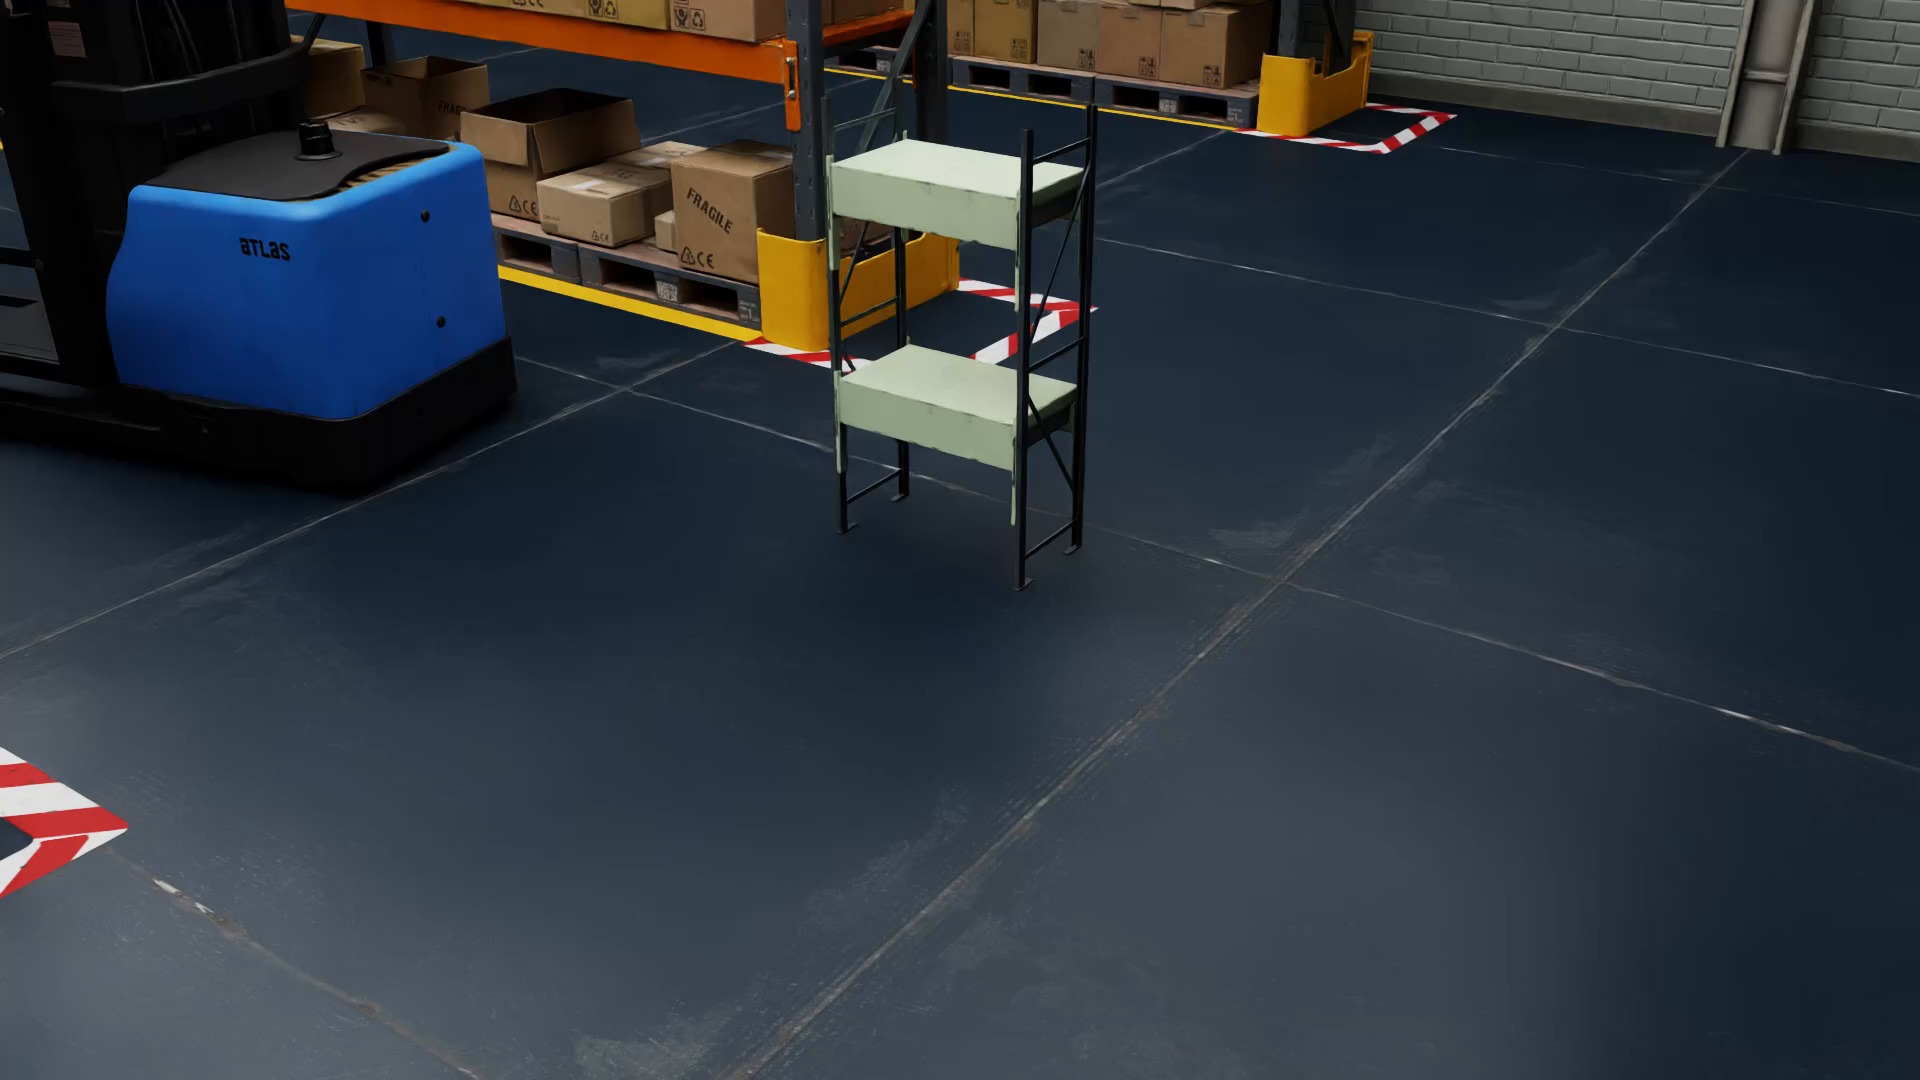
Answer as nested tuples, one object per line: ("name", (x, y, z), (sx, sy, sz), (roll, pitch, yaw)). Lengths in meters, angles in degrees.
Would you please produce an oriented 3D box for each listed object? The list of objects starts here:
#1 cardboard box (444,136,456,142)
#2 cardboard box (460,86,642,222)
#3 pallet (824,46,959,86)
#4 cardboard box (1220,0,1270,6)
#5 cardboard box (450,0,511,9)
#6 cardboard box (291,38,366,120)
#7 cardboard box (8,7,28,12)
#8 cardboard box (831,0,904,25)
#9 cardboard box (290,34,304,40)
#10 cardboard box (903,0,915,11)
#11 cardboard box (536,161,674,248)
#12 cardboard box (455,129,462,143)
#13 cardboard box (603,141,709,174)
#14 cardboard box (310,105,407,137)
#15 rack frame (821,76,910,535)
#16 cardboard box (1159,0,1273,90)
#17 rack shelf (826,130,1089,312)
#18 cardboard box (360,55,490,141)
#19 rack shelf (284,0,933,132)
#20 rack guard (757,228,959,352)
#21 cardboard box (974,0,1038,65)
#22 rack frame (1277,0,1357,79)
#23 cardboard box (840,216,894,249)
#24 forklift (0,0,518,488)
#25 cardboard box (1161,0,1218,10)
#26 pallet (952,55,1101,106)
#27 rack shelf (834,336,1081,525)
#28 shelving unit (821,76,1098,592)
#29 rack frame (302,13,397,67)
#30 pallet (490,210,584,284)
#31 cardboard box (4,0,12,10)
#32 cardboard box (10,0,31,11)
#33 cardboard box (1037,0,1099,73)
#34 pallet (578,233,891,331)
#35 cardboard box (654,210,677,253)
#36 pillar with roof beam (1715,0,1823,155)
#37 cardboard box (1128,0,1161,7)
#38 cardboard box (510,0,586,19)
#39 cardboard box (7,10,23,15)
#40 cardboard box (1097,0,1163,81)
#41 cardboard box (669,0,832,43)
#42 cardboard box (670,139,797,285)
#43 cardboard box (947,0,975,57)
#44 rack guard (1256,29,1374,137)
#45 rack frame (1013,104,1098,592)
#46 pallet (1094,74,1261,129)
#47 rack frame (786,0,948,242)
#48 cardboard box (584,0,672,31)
("cardboard box", (-2.711, -2.243, 9.508), (0.250, 0.149, 0.380), (17, 32, 30))
("cardboard box", (-2.133, -2.034, 8.708), (0.637, 0.503, 0.797), (17, 32, 30))
("pallet", (-0.300, -3.817, 13.018), (1.213, 0.211, 1.003), (17, 32, 30))
("cardboard box", (1.997, -3.804, 11.496), (0.250, 0.149, 0.380), (18, 32, 31))
("cardboard box", (-2.163, -2.854, 7.940), (0.500, 0.500, 0.500), (17, 31, 30))
("cardboard box", (-3.945, -2.729, 10.076), (0.500, 0.500, 0.500), (16, 31, 28))
("cardboard box", (-6.078, -3.388, 11.371), (0.500, 0.500, 0.500), (19, 32, 32))
("cardboard box", (-0.604, -2.661, 7.562), (0.500, 0.500, 0.500), (18, 32, 31))
("cardboard box", (-4.391, -2.862, 10.337), (0.500, 0.500, 0.500), (18, 32, 31))
("cardboard box", (-0.324, -4.127, 12.845), (0.500, 0.500, 0.700), (18, 32, 31))
("cardboard box", (-1.741, -1.678, 8.286), (0.500, 0.250, 0.500), (17, 32, 30))
("cardboard box", (-2.436, -2.196, 9.238), (0.500, 0.311, 0.500), (17, 32, 30))
("cardboard box", (-1.499, -1.877, 8.678), (0.500, 0.250, 0.500), (17, 32, 30))
("cardboard box", (-3.461, -2.240, 9.325), (0.500, 0.311, 0.500), (17, 32, 30))
("rack frame", (-0.307, -0.764, 5.598), (0.023, 1.500, 0.400), (17, 32, 30))
("cardboard box", (1.781, -3.473, 11.559), (0.500, 0.500, 0.700), (17, 32, 30))
("rack shelf", (-0.006, -1.018, 5.236), (0.720, 0.370, 0.431), (17, 32, 30))
("cardboard box", (-3.054, -2.473, 9.573), (0.500, 0.500, 0.500), (17, 32, 30))
("rack shelf", (-2.036, -2.597, 8.339), (4.000, 0.370, 1.077), (17, 32, 30))
("rack guard", (-0.450, -1.310, 7.772), (0.348, 0.500, 1.175), (17, 32, 30))
("cardboard box", (0.510, -3.864, 12.329), (0.500, 0.500, 0.700), (18, 32, 31))
("rack frame", (2.414, -4.257, 10.808), (0.127, 3.000, 1.000), (17, 32, 30))
("cardboard box", (-0.538, -1.566, 8.178), (0.250, 0.149, 0.380), (17, 32, 30))
("forklift", (-3.379, -1.909, 6.269), (3.031, 2.935, 1.130), (10, 29, 19))
("cardboard box", (1.572, -3.727, 11.343), (0.250, 0.149, 0.380), (17, 31, 30))
("pallet", (0.710, -3.504, 12.403), (1.213, 0.211, 1.003), (17, 32, 30))
("rack shelf", (-0.006, -0.380, 5.561), (0.720, 0.370, 0.431), (17, 32, 30))
("shelving unit", (-0.006, -0.670, 5.413), (0.755, 1.500, 0.431), (17, 32, 30))
("rack frame", (-3.684, -3.431, 9.185), (0.127, 3.000, 1.000), (17, 32, 30))
("pallet", (-2.109, -1.699, 8.856), (1.213, 0.211, 1.003), (17, 32, 30))
("cardboard box", (-7.247, -3.914, 12.085), (0.500, 0.311, 0.500), (19, 32, 32))
("cardboard box", (-6.029, -3.709, 11.176), (0.500, 0.250, 0.500), (19, 32, 32))
("cardboard box", (0.953, -3.730, 12.065), (0.500, 0.500, 0.700), (16, 31, 29))
("pallet", (-1.107, -1.385, 8.239), (1.213, 0.211, 1.003), (17, 32, 30))
("cardboard box", (-1.258, -1.523, 8.074), (0.250, 0.166, 0.380), (17, 32, 30))
("pillar with roof beam", (2.692, -4.951, 5.558), (0.400, 9.000, 9.100), (17, 32, 30))
("cardboard box", (1.361, -3.792, 11.472), (0.250, 0.149, 0.380), (18, 32, 32))
("cardboard box", (-1.748, -2.724, 7.685), (0.500, 0.500, 0.500), (18, 32, 31))
("cardboard box", (-6.333, -3.184, 10.971), (0.500, 0.500, 0.500), (16, 31, 29))
("cardboard box", (1.368, -3.601, 11.812), (0.500, 0.500, 0.700), (17, 32, 30))
("cardboard box", (-0.910, -2.462, 7.170), (0.500, 0.500, 0.500), (18, 32, 32))
("cardboard box", (-0.975, -1.534, 7.728), (0.500, 0.500, 0.500), (17, 32, 30))
("cardboard box", (0.088, -3.997, 12.589), (0.500, 0.500, 0.700), (17, 32, 30))
("rack guard", (2.434, -3.137, 11.363), (0.348, 0.500, 1.175), (17, 32, 30))
("rack frame", (0.296, -0.576, 5.229), (0.023, 1.500, 0.400), (17, 32, 30))
("pallet", (1.711, -3.190, 11.786), (1.213, 0.211, 1.003), (17, 32, 30))
("rack frame", (-0.387, -2.404, 7.167), (0.127, 3.000, 1.000), (17, 32, 30))
("cardboard box", (-1.340, -2.594, 7.430), (0.500, 0.500, 0.500), (18, 32, 31))
